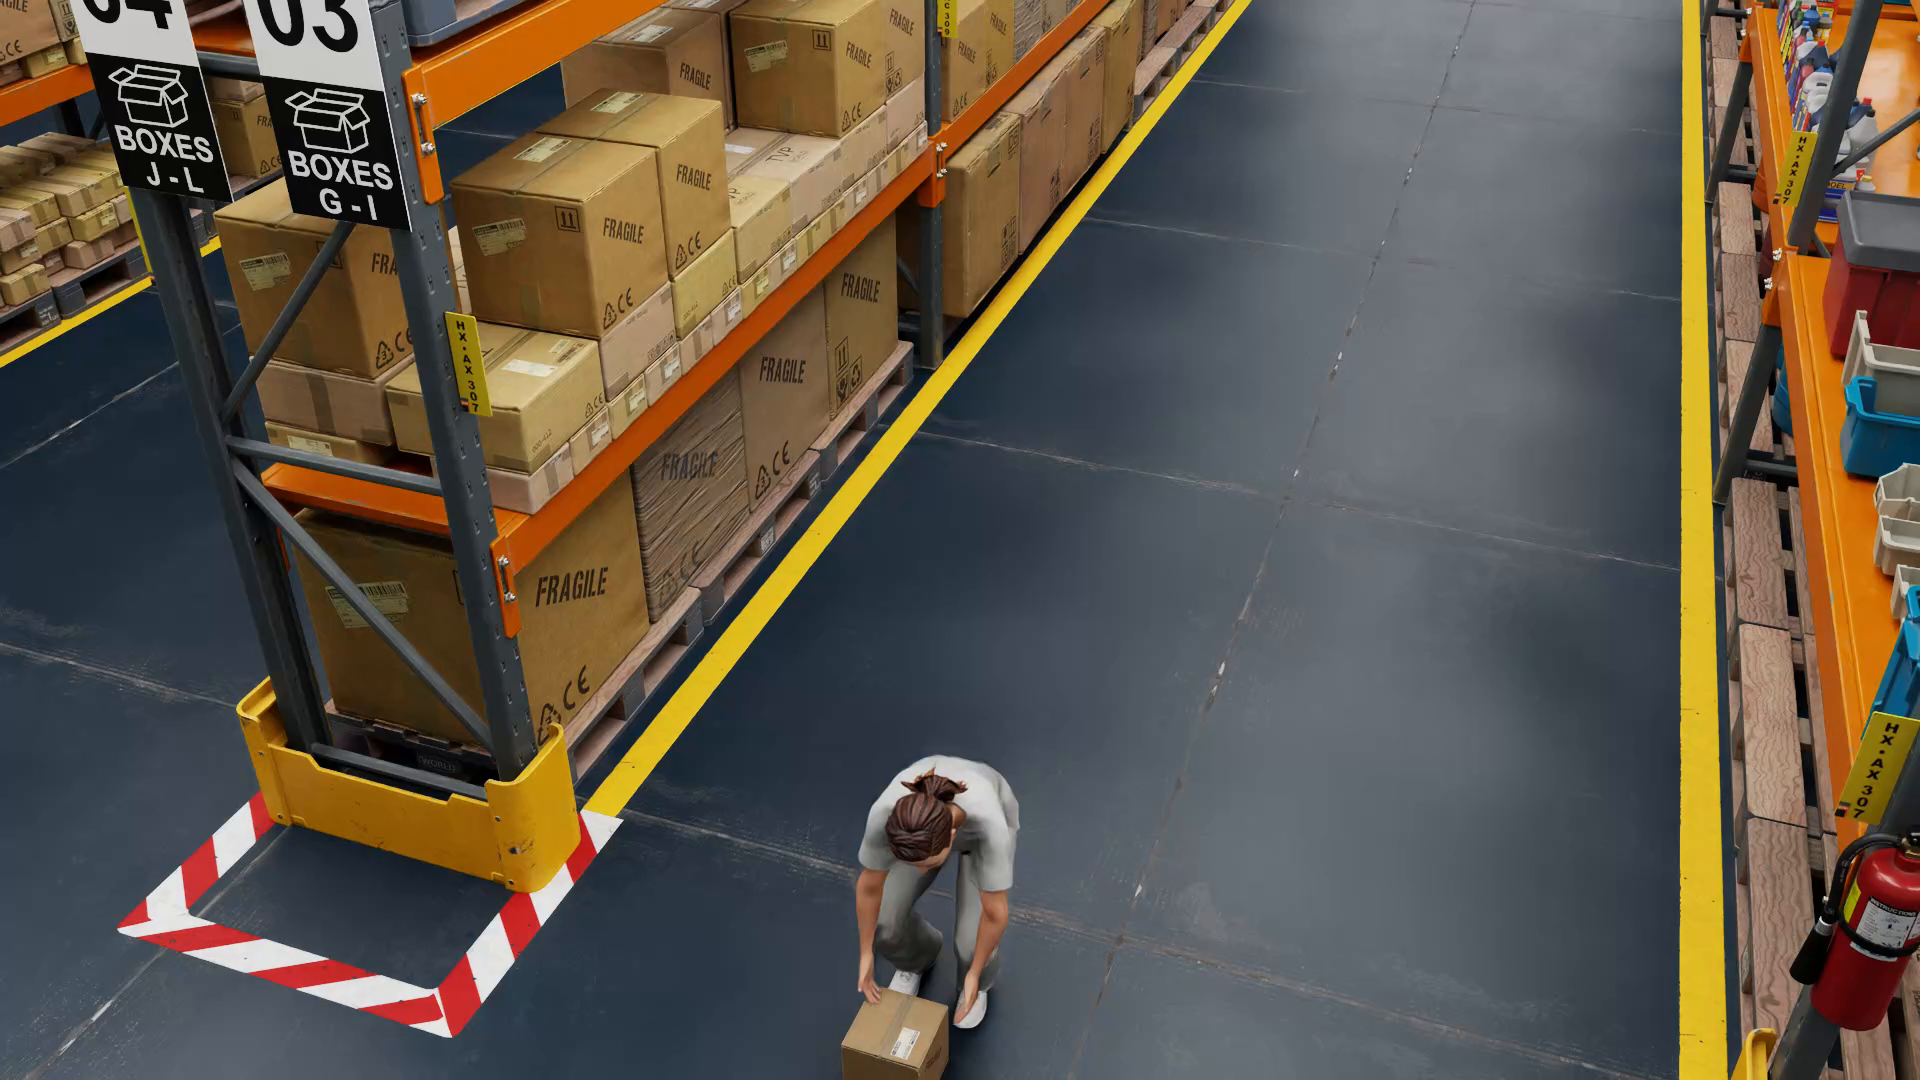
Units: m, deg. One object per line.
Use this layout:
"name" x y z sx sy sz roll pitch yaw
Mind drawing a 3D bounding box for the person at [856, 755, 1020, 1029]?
"person" -0.036 1.034 5.096 0.489 1.102 0.757 11 35 16
